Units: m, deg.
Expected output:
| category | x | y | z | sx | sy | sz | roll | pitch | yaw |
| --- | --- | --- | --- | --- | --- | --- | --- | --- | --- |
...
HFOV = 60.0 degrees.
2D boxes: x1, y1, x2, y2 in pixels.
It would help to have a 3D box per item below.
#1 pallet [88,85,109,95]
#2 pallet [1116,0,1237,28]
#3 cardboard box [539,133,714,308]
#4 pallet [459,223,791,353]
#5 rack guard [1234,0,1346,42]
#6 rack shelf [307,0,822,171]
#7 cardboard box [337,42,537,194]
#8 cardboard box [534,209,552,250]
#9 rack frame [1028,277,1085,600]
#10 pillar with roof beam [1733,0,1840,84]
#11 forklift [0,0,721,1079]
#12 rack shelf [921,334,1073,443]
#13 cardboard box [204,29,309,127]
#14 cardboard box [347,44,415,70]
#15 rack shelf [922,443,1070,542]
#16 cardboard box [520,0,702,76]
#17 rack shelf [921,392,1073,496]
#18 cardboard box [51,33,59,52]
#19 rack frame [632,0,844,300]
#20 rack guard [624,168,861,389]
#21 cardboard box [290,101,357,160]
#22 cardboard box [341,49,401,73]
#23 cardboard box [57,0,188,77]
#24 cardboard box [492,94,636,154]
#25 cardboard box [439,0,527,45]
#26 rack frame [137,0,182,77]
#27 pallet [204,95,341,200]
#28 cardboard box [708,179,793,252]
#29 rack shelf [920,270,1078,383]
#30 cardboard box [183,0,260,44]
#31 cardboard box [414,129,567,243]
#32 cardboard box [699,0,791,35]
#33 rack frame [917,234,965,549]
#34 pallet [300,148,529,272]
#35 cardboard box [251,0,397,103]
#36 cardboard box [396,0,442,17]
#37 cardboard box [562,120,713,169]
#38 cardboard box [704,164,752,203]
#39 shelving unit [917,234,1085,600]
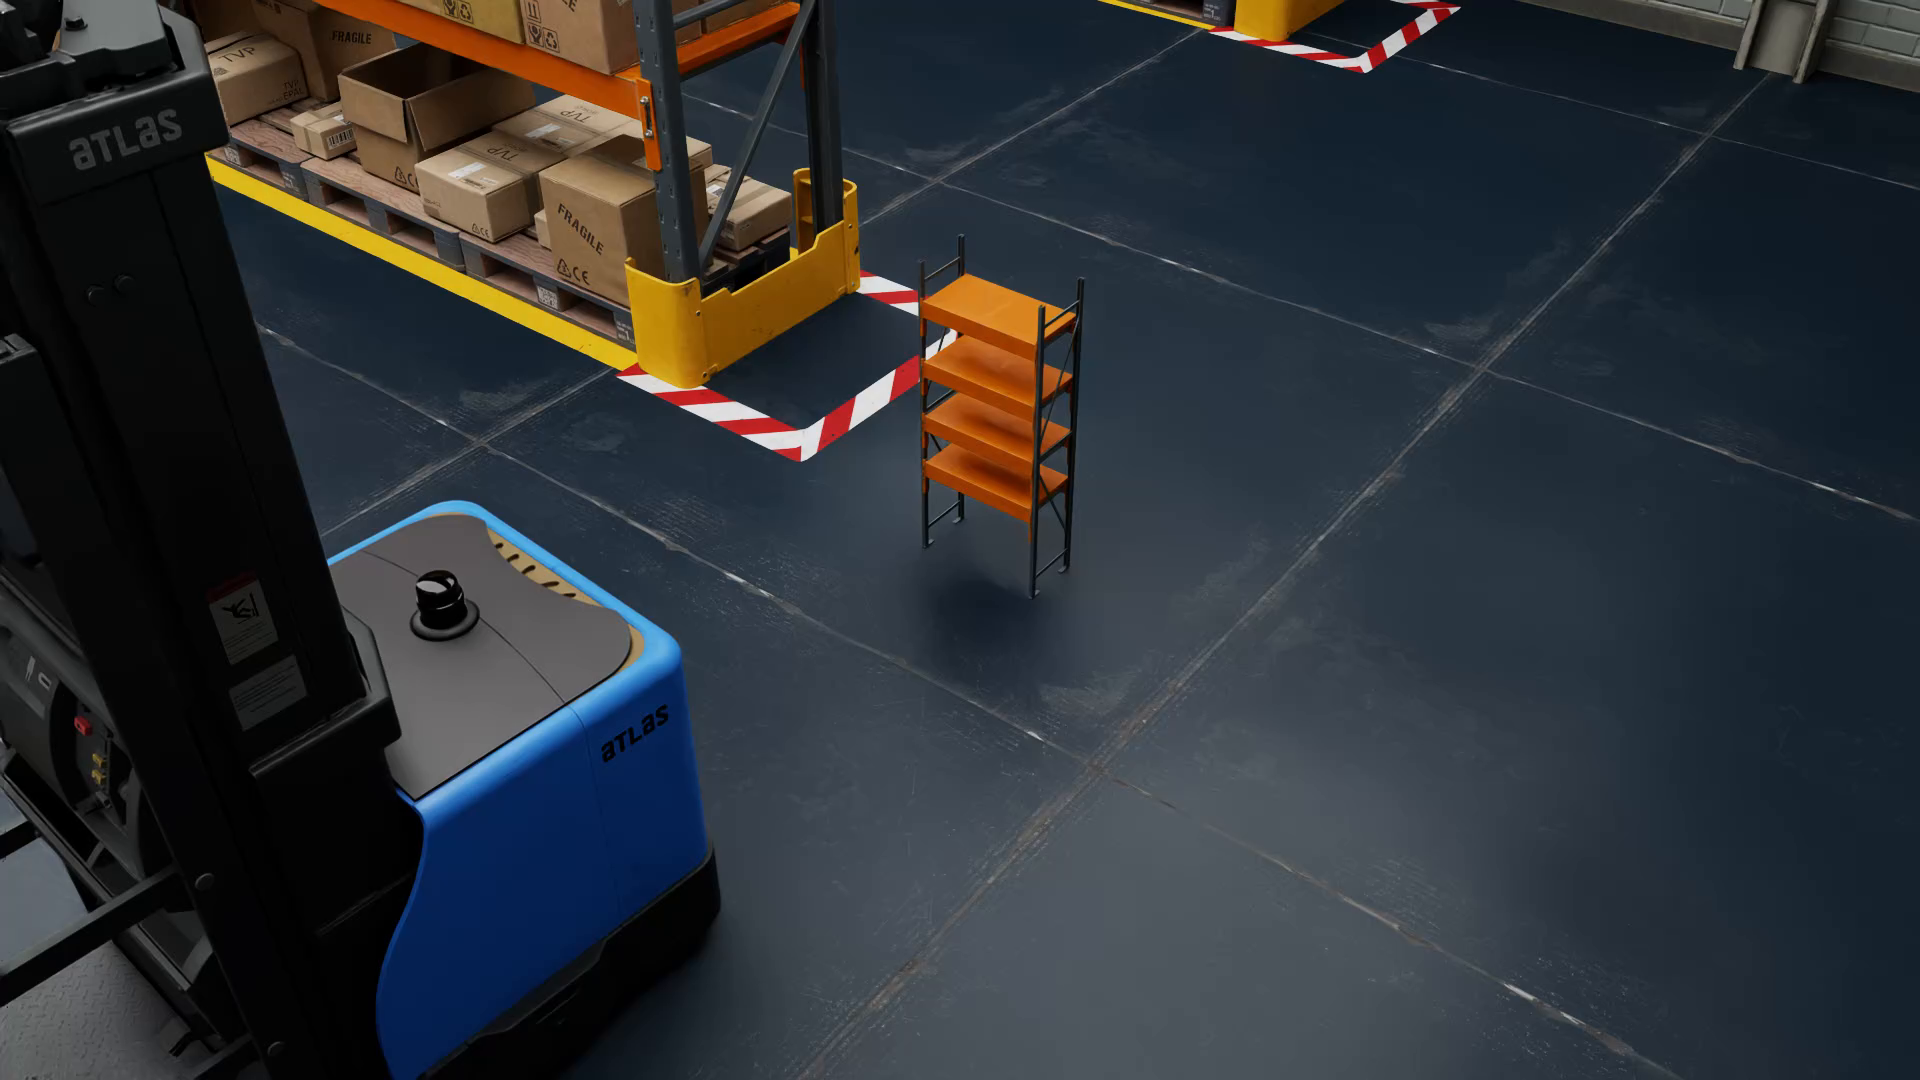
| category | x | y | z | sx | sy | sz | roll | pitch | yaw |
| --- | --- | --- | --- | --- | --- | --- | --- | --- | --- |
| pallet | -4.715 | -2.814 | 9.673 | 1.213 | 0.211 | 1.003 | 25 | 45 | 29 |
| pallet | 1.455 | -3.718 | 10.828 | 1.213 | 0.211 | 1.003 | 25 | 45 | 29 |
| cardboard box | -1.450 | -1.400 | 7.276 | 0.500 | 0.500 | 0.500 | 25 | 45 | 29 |
| pallet | -1.563 | -1.357 | 7.812 | 1.213 | 0.211 | 1.003 | 25 | 45 | 29 |
| rack guard | 2.157 | -3.562 | 10.394 | 0.348 | 0.500 | 1.175 | 25 | 45 | 29 |
| rack shelf | -2.457 | -2.594 | 7.713 | 4.000 | 0.370 | 1.077 | 25 | 45 | 29 |
| cardboard box | -2.551 | -2.115 | 8.187 | 0.637 | 0.503 | 0.797 | 25 | 45 | 29 |
| cardboard box | -1.717 | -1.464 | 7.629 | 0.250 | 0.166 | 0.380 | 25 | 45 | 29 |
| rack frame | 0.325 | -0.319 | 5.684 | 0.015 | 1.200 | 0.240 | 25 | 45 | 29 |
| pillar with roof beam | 2.192 | -4.222 | 4.342 | 0.400 | 9.000 | 9.100 | 25 | 45 | 29 |
| forklift | -2.047 | 0.428 | 3.326 | 1.130 | 2.935 | 3.031 | 29 | 46 | 32 |
| rack shelf | 0.131 | -0.534 | 5.705 | 0.480 | 0.148 | 0.258 | 25 | 45 | 29 |
| cardboard box | -3.844 | -2.478 | 8.805 | 0.500 | 0.311 | 0.500 | 25 | 45 | 29 |
| cardboard box | -2.825 | -2.385 | 8.688 | 0.500 | 0.311 | 0.500 | 25 | 45 | 29 |
| rack shelf | 0.131 | -0.201 | 5.965 | 0.480 | 0.148 | 0.258 | 25 | 45 | 29 |
| cardboard box | -1.390 | -2.202 | 6.548 | 0.500 | 0.500 | 0.500 | 27 | 45 | 30 |
| rack shelf | 0.131 | -0.357 | 5.842 | 0.480 | 0.148 | 0.258 | 25 | 45 | 29 |
| cardboard box | -5.000 | -3.049 | 9.382 | 0.500 | 0.500 | 0.500 | 25 | 45 | 29 |
| rack frame | -0.869 | -2.128 | 6.535 | 0.127 | 3.000 | 1.000 | 25 | 45 | 29 |
| rack guard | -0.929 | -1.172 | 7.342 | 0.348 | 0.500 | 1.175 | 25 | 45 | 29 |
| cardboard box | -3.151 | -2.102 | 8.442 | 0.250 | 0.166 | 0.380 | 25 | 45 | 29 |
| cardboard box | -3.087 | -2.491 | 8.954 | 0.250 | 0.149 | 0.380 | 25 | 45 | 29 |
| cardboard box | -4.612 | -2.860 | 9.140 | 0.500 | 0.500 | 0.500 | 25 | 44 | 28 |
| cardboard box | -1.923 | -1.936 | 8.163 | 0.500 | 0.250 | 0.500 | 25 | 45 | 29 |
| cardboard box | -1.804 | -2.394 | 6.794 | 0.500 | 0.500 | 0.500 | 26 | 45 | 29 |
| rack frame | -4.046 | -3.626 | 8.448 | 0.127 | 3.000 | 1.000 | 25 | 45 | 29 |
| pallet | -3.501 | -2.270 | 8.979 | 1.213 | 0.211 | 1.003 | 25 | 45 | 29 |
| cardboard box | -0.993 | -1.504 | 7.693 | 0.250 | 0.149 | 0.380 | 25 | 45 | 29 |
| rack shelf | 0.131 | -0.720 | 5.559 | 0.480 | 0.148 | 0.258 | 25 | 45 | 29 |
| cardboard box | -4.282 | -3.116 | 9.467 | 0.500 | 0.500 | 0.500 | 23 | 44 | 27 |
| cardboard box | -2.187 | -1.672 | 7.826 | 0.500 | 0.250 | 0.500 | 25 | 45 | 29 |
| cardboard box | -1.061 | -2.463 | 6.881 | 0.500 | 0.500 | 0.500 | 26 | 45 | 29 |
| rack frame | -0.062 | -0.502 | 5.918 | 0.015 | 1.200 | 0.240 | 25 | 45 | 29 |
| pallet | -2.528 | -1.814 | 8.396 | 1.213 | 0.211 | 1.003 | 25 | 45 | 29 |
| cardboard box | -3.421 | -2.741 | 8.988 | 0.500 | 0.500 | 0.500 | 25 | 45 | 29 |
| cardboard box | -2.197 | -2.584 | 7.036 | 0.500 | 0.500 | 0.500 | 26 | 45 | 29 |
| cardboard box | -1.526 | -1.748 | 7.924 | 0.500 | 0.250 | 0.500 | 25 | 45 | 29 |
| cardboard box | -1.191 | -1.604 | 7.807 | 0.250 | 0.166 | 0.380 | 25 | 45 | 29 |
| shelving unit | 0.131 | -0.410 | 5.801 | 0.503 | 1.200 | 0.258 | 25 | 45 | 29 |
